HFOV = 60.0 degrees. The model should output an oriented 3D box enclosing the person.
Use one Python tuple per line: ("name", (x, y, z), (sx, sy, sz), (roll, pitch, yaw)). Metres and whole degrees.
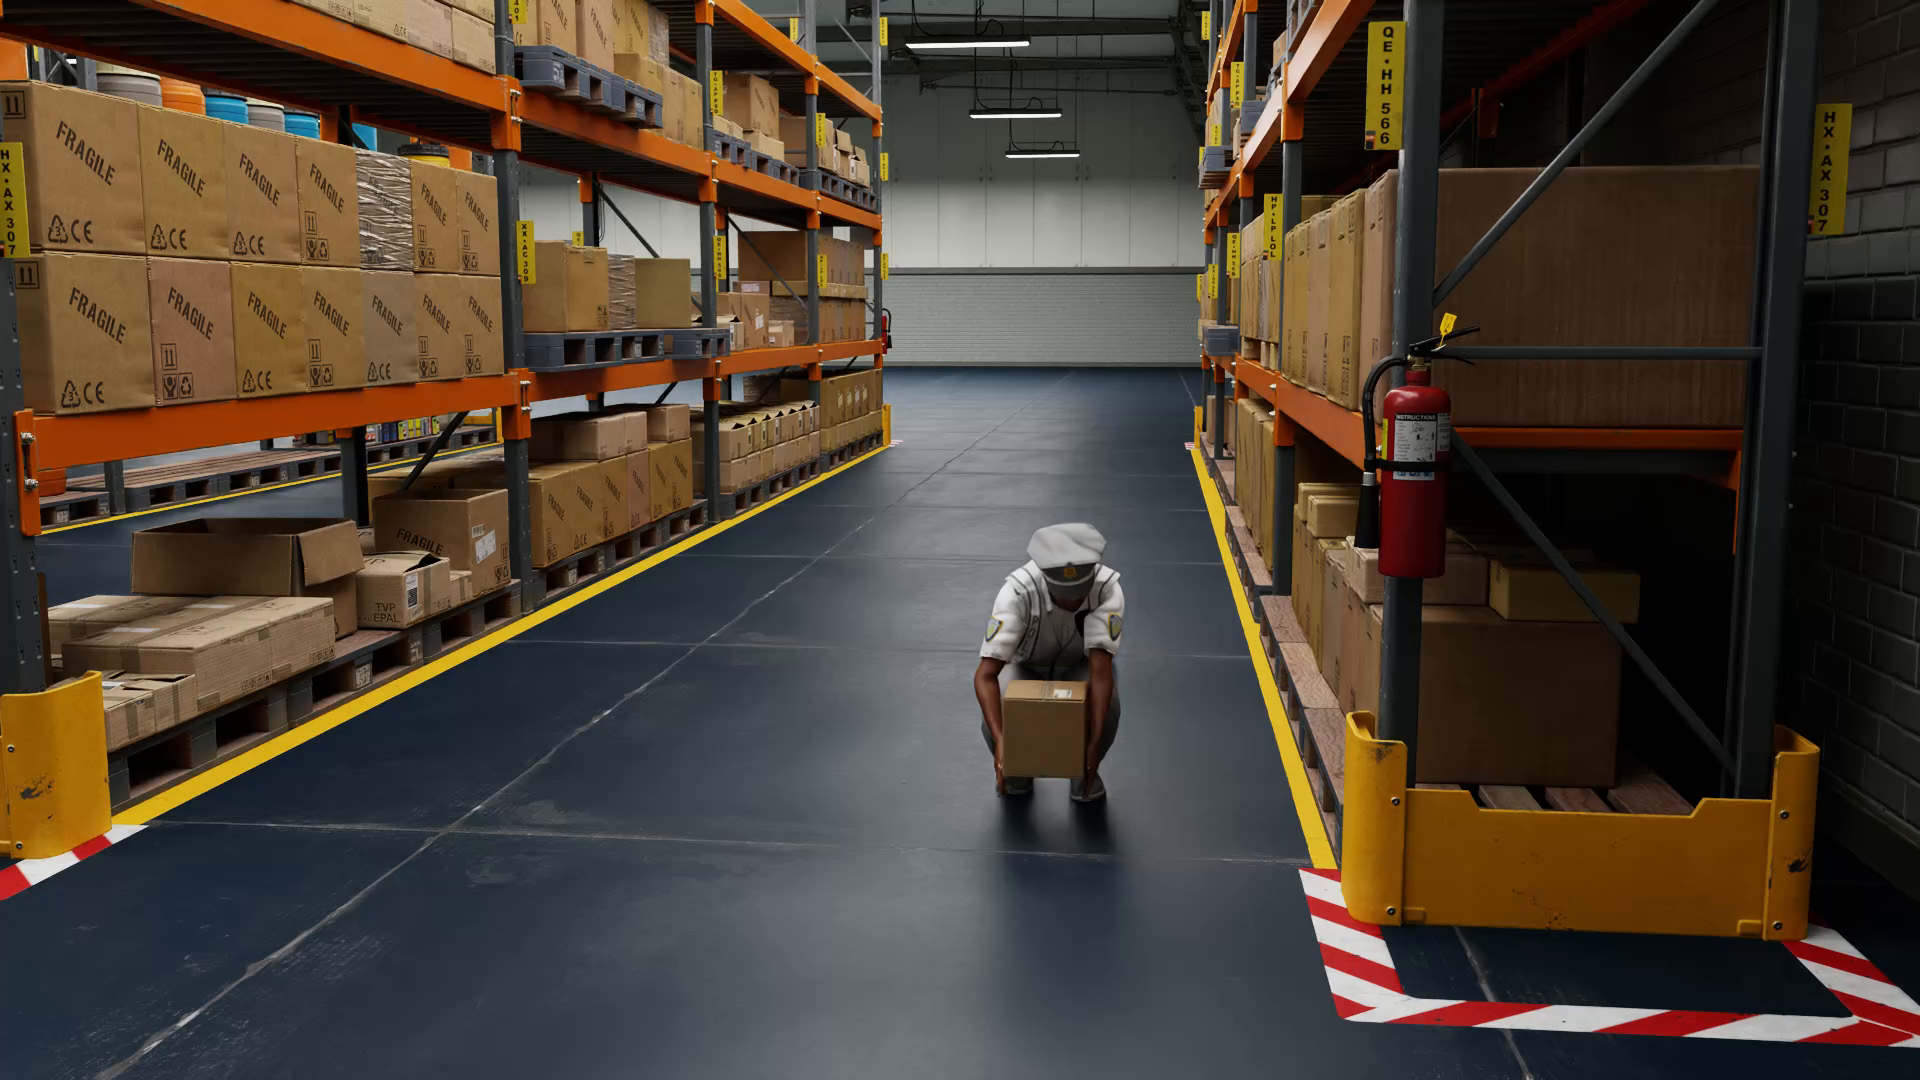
("person", (0.301, 0.402, 5.517), (0.482, 0.959, 0.850), (1, 8, 6))
